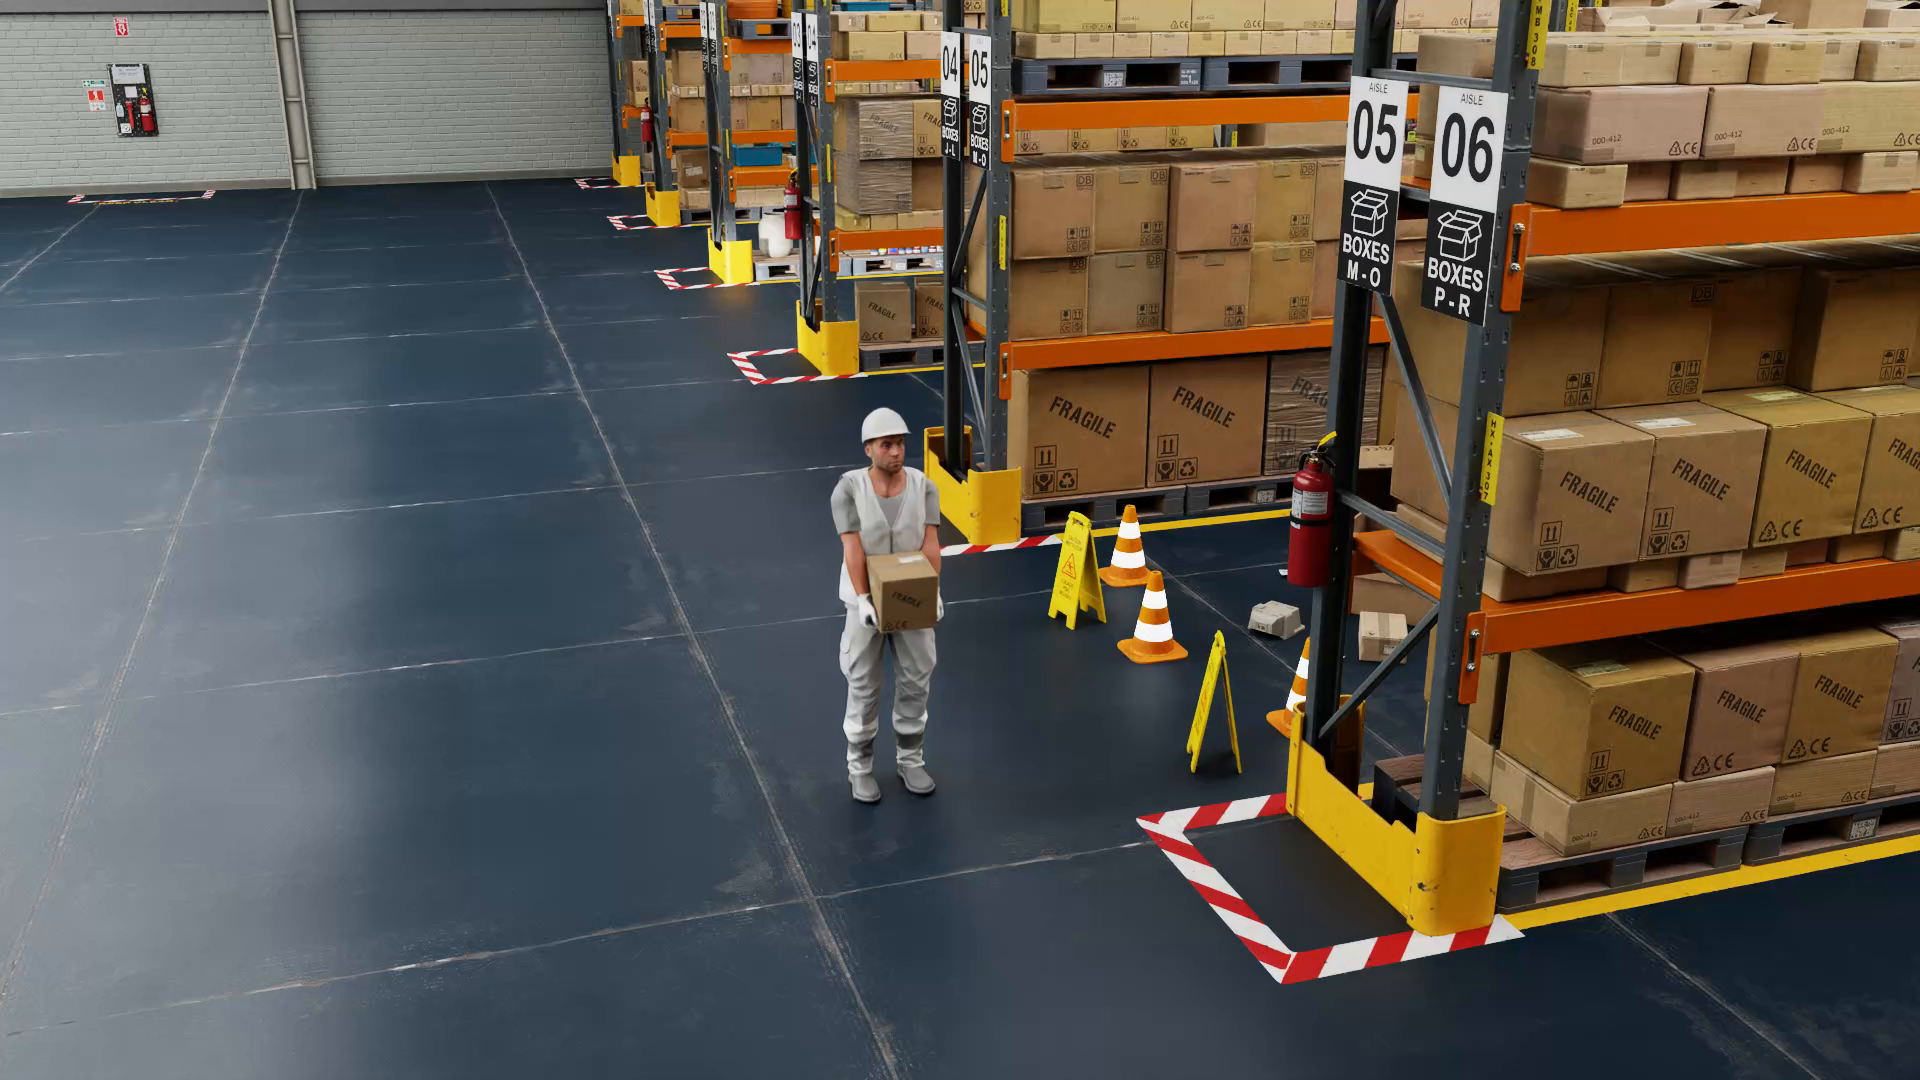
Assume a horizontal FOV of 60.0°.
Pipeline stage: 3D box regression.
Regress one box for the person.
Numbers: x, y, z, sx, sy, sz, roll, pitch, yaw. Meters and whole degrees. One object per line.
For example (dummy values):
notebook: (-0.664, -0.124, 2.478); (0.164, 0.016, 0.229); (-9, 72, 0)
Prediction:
person: (-0.290, 0.320, 7.363); (0.494, 1.784, 0.554); (-6, 20, -16)
